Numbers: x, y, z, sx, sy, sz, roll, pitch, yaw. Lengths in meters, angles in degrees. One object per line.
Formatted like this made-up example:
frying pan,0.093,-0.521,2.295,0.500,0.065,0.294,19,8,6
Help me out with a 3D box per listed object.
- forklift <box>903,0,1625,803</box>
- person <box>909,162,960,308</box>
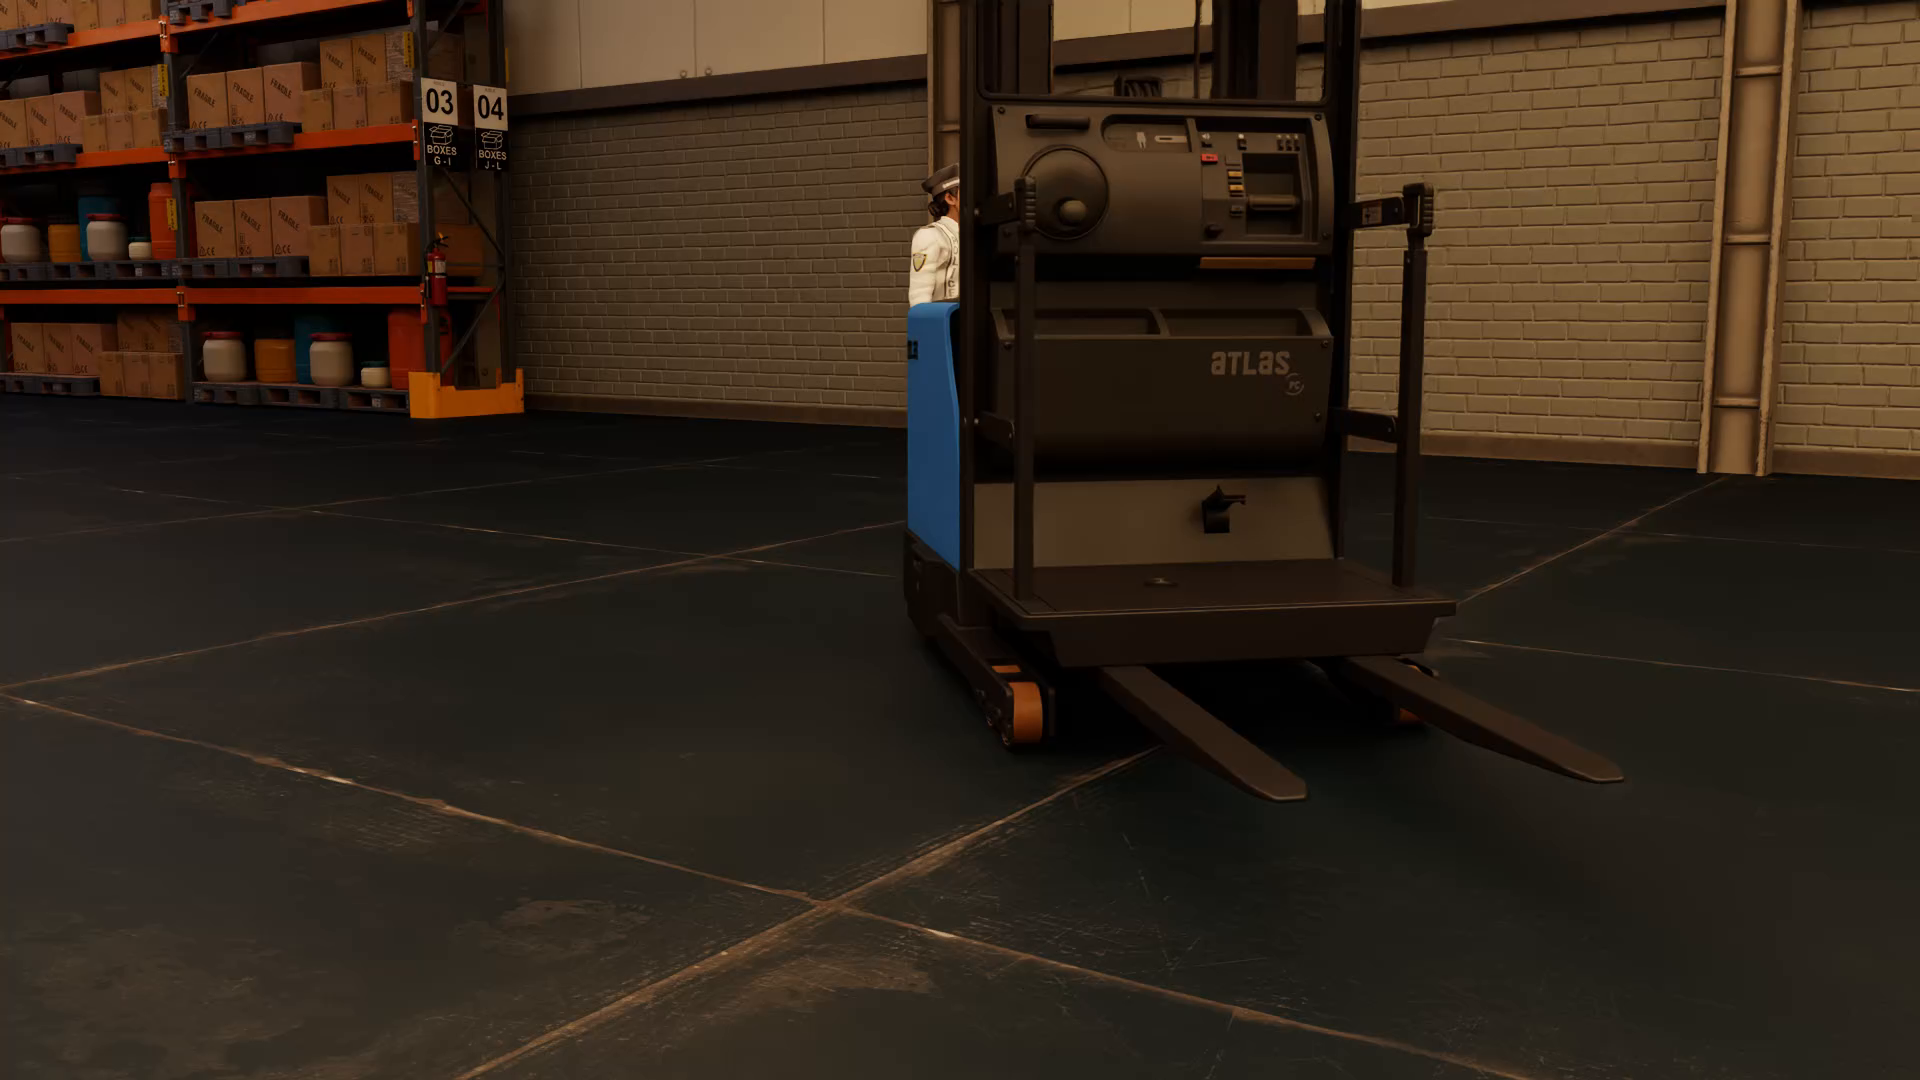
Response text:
forklift,0.588,-1.001,4.229,1.130,2.935,3.031,-2,8,-11
person,0.054,-0.840,7.440,0.529,1.694,0.587,5,10,34
